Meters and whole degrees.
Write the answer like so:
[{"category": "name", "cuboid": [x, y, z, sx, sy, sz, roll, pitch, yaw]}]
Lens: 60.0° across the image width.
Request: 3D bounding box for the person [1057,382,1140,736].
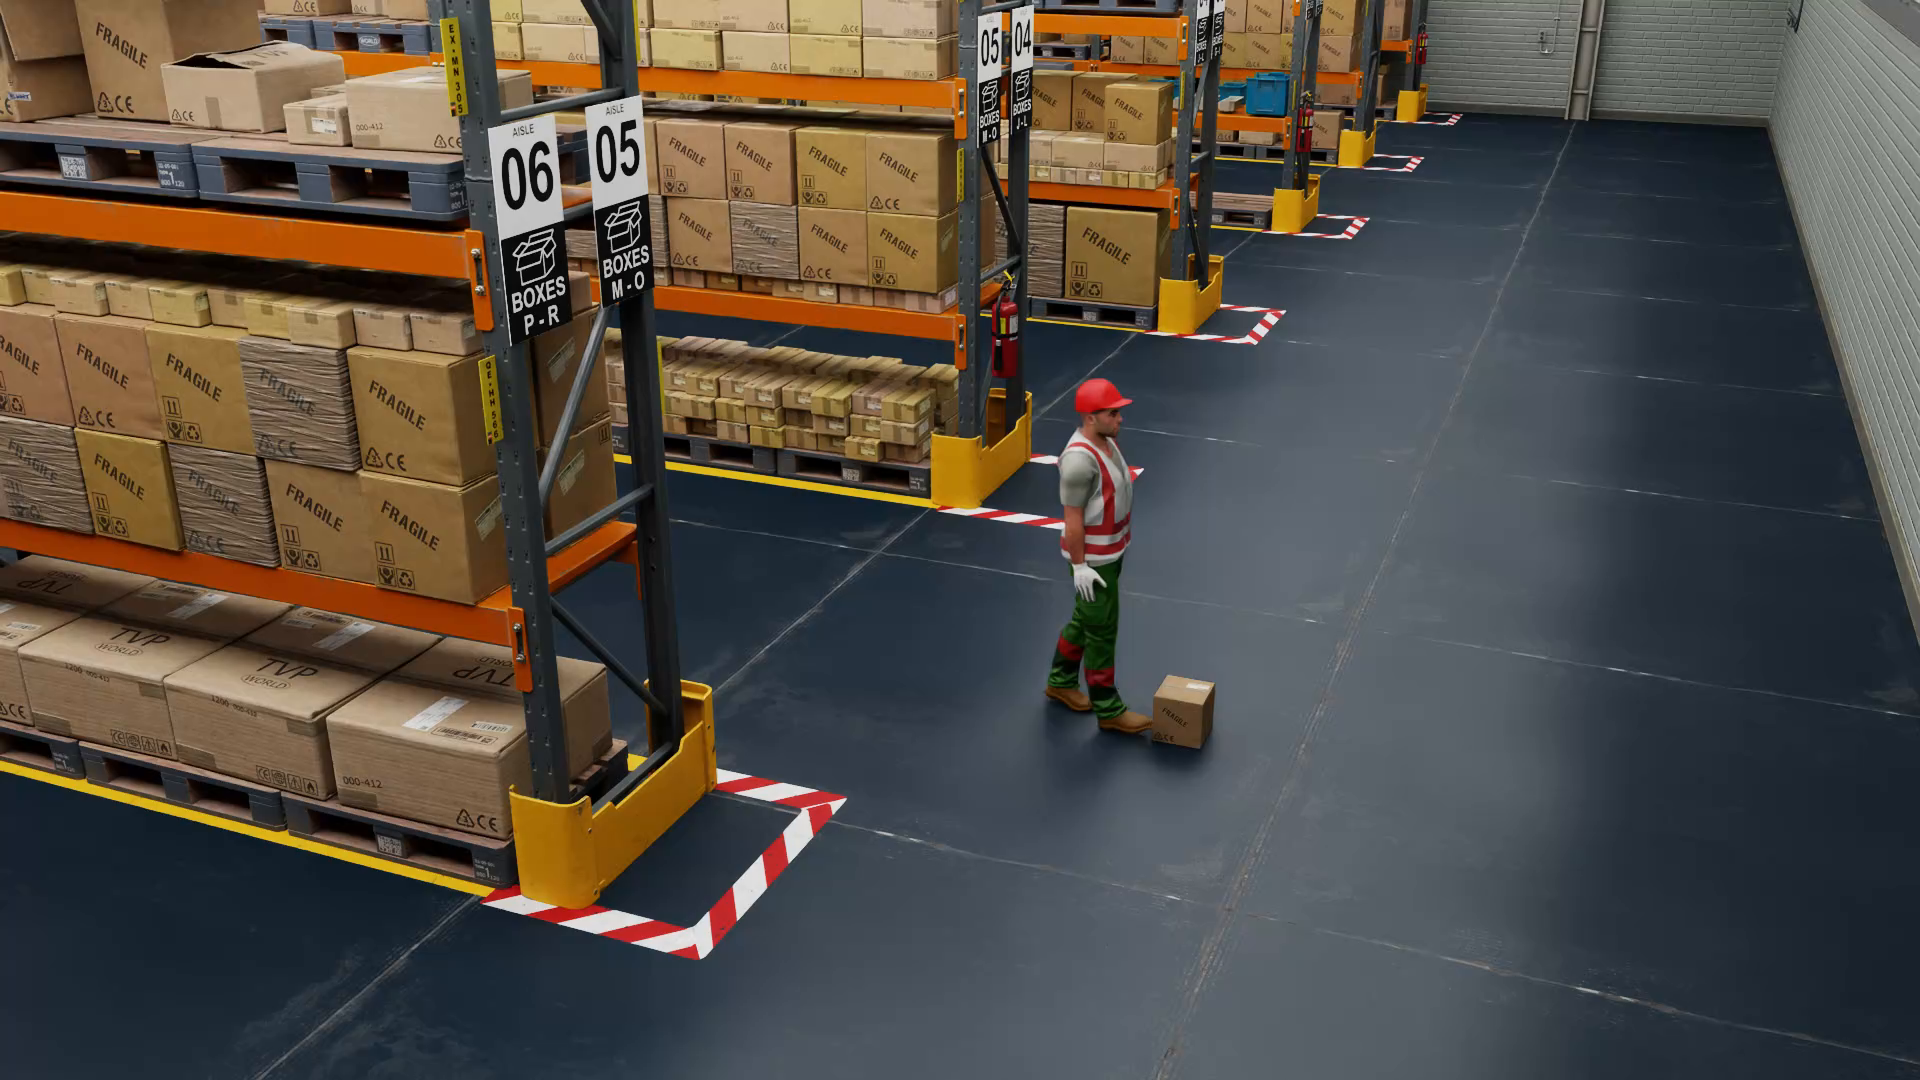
[{"category": "person", "cuboid": [0.681, 0.082, 8.213, 0.348, 1.781, 0.527, 9, 24, 21]}]
